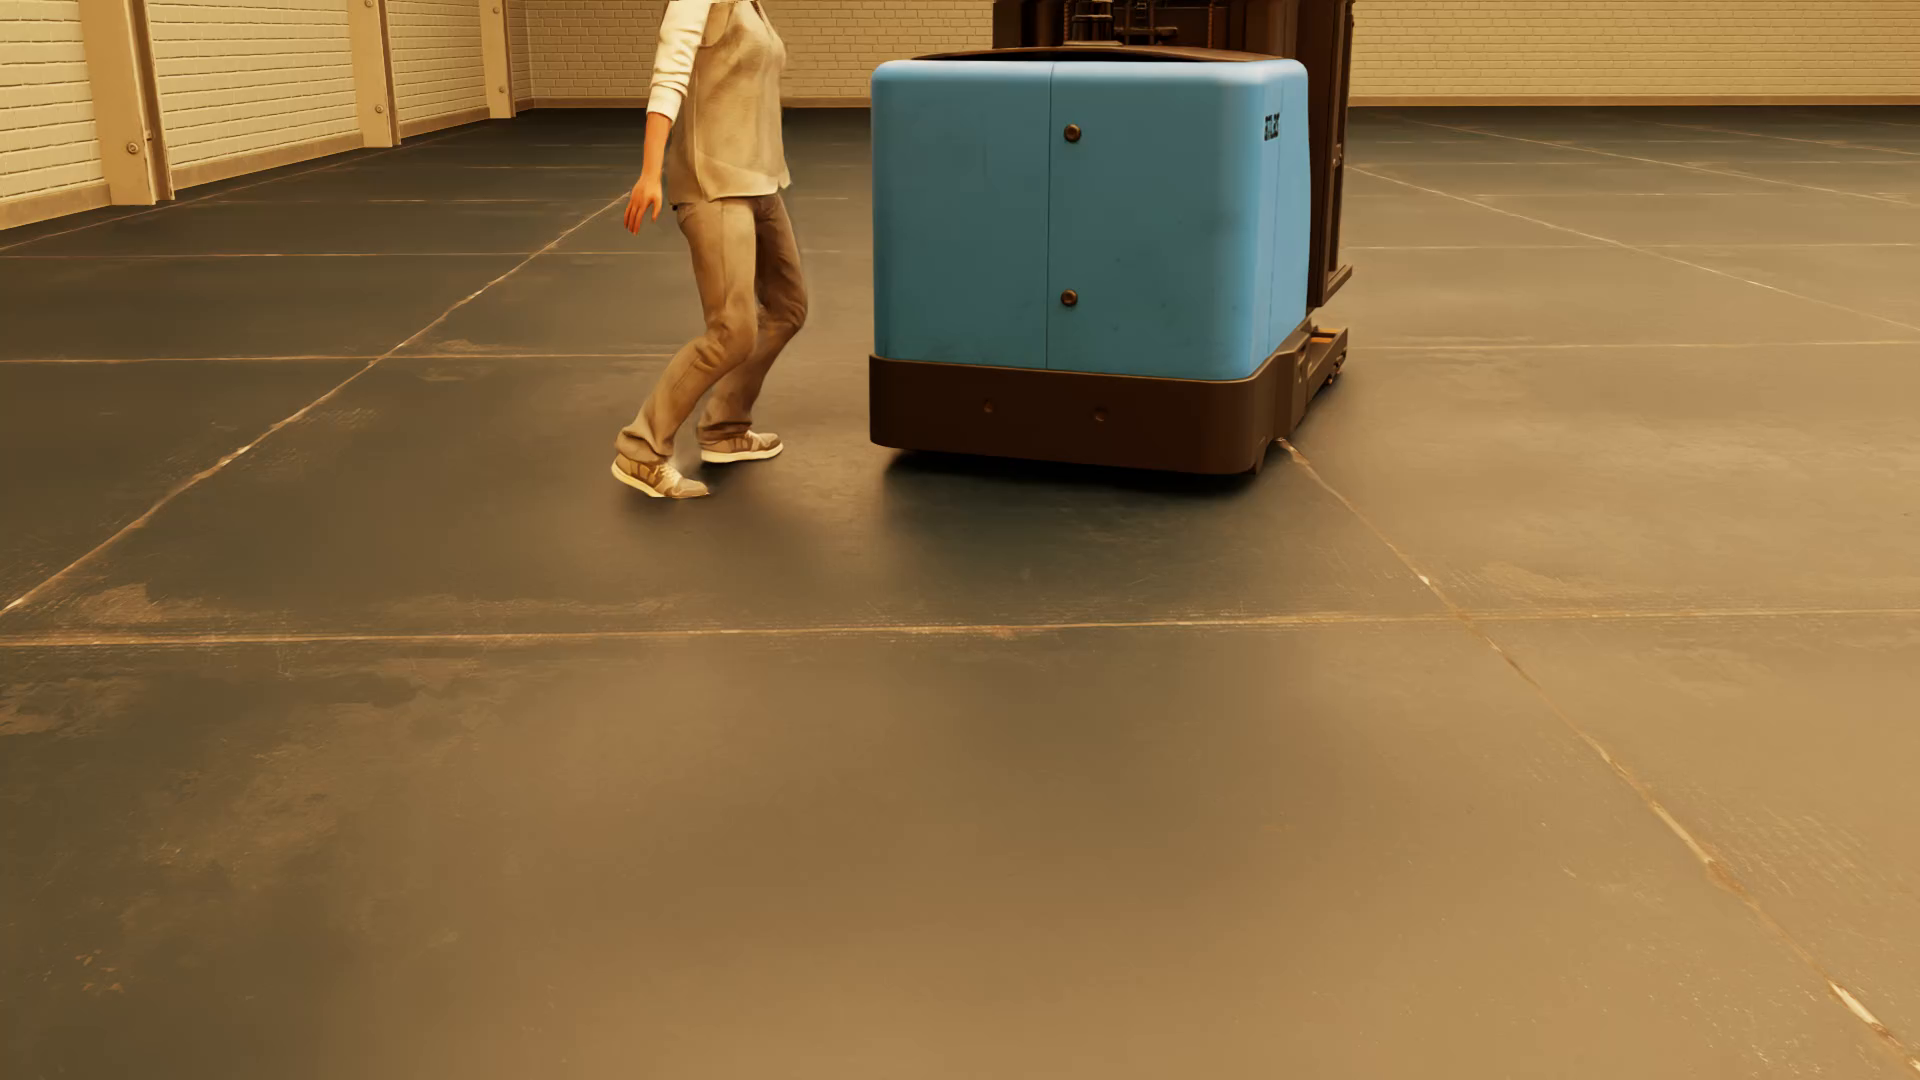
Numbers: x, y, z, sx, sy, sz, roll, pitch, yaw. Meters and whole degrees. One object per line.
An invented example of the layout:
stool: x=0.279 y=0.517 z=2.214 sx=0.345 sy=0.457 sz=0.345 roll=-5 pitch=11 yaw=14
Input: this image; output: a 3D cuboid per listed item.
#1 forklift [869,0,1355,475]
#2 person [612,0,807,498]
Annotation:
forklift: x=0.721 y=-1.957 z=5.304 sx=1.130 sy=2.935 sz=3.031 roll=6 pitch=18 yaw=18
person: x=-0.669 y=-0.867 z=4.201 sx=0.440 sy=1.548 sz=0.747 roll=3 pitch=17 yaw=9
